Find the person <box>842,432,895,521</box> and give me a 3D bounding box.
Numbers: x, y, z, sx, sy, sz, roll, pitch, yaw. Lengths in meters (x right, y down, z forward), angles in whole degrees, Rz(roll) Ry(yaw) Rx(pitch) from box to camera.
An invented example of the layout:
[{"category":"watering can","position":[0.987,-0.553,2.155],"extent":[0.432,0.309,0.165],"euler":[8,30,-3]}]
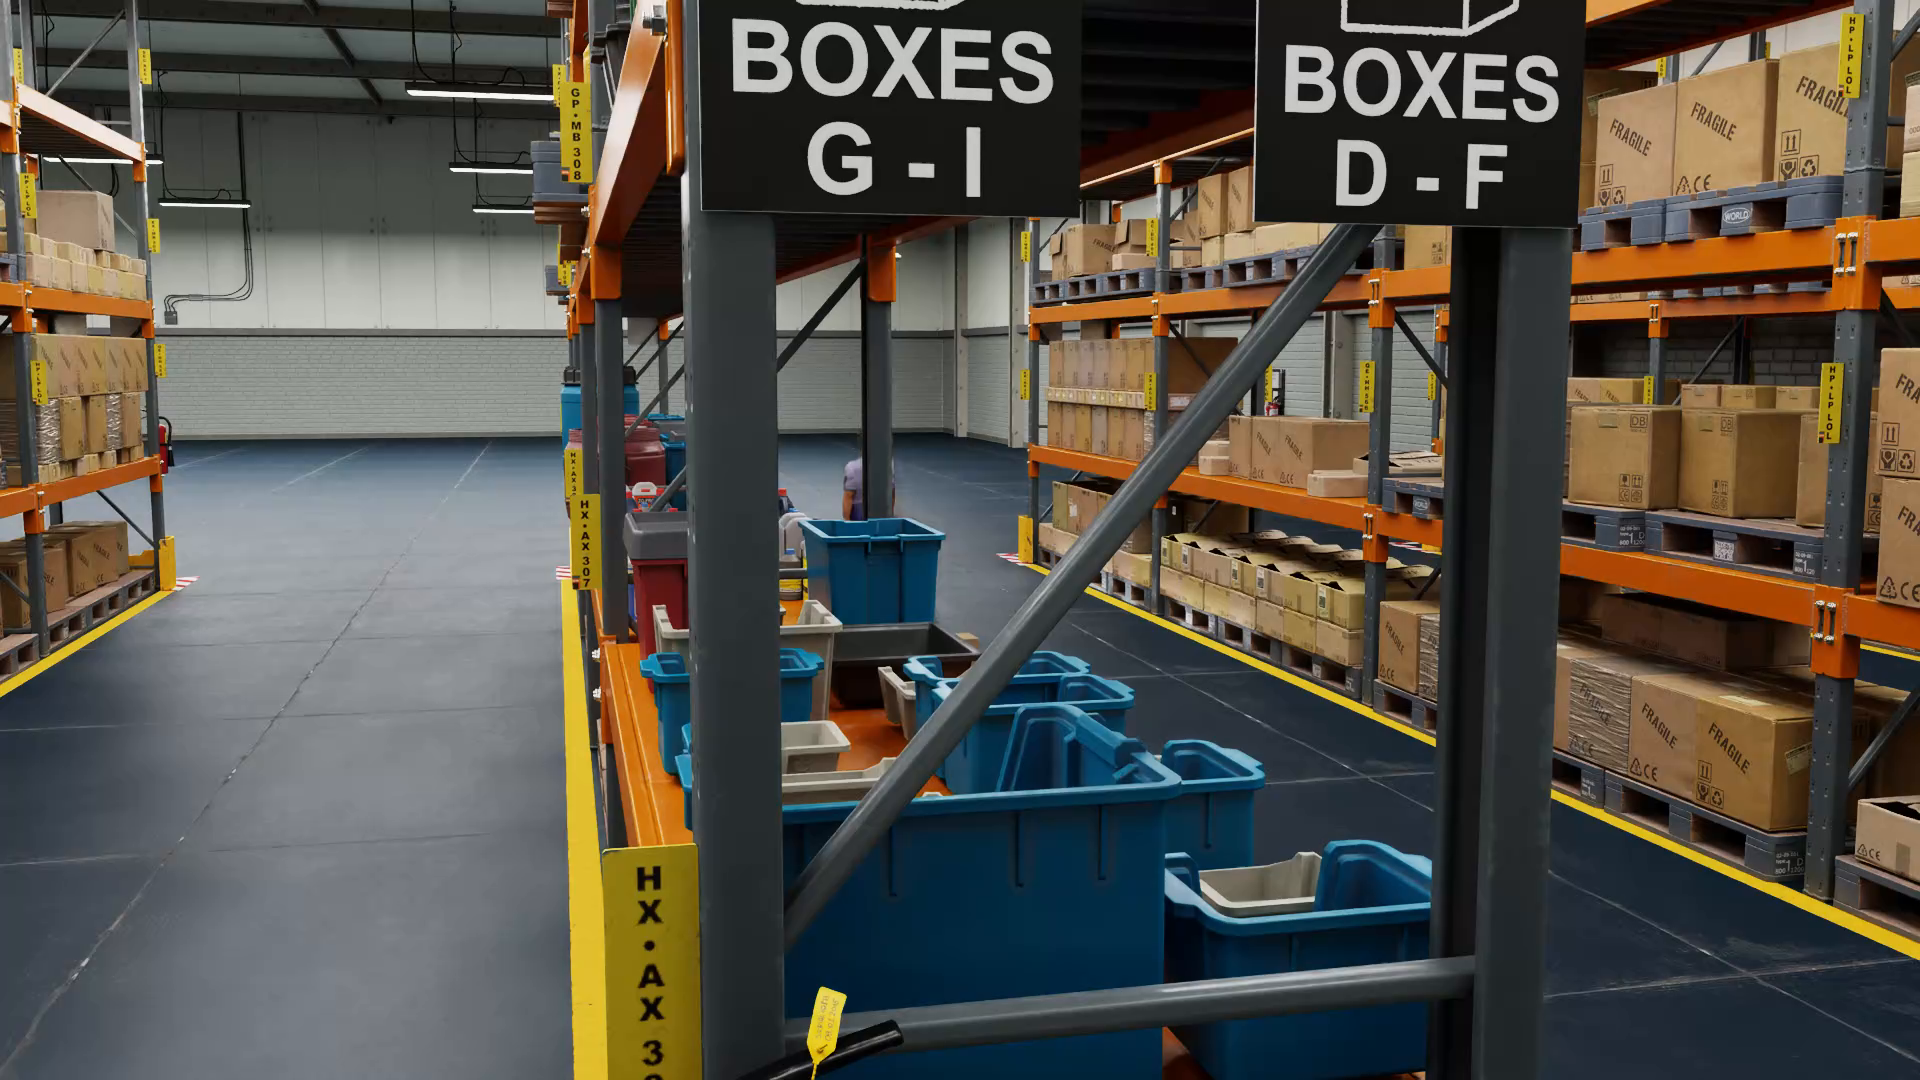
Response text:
[{"category":"person","position":[-0.828,-0.137,14.536],"extent":[0.513,1.653,0.822],"euler":[-2,7,-19]}]
